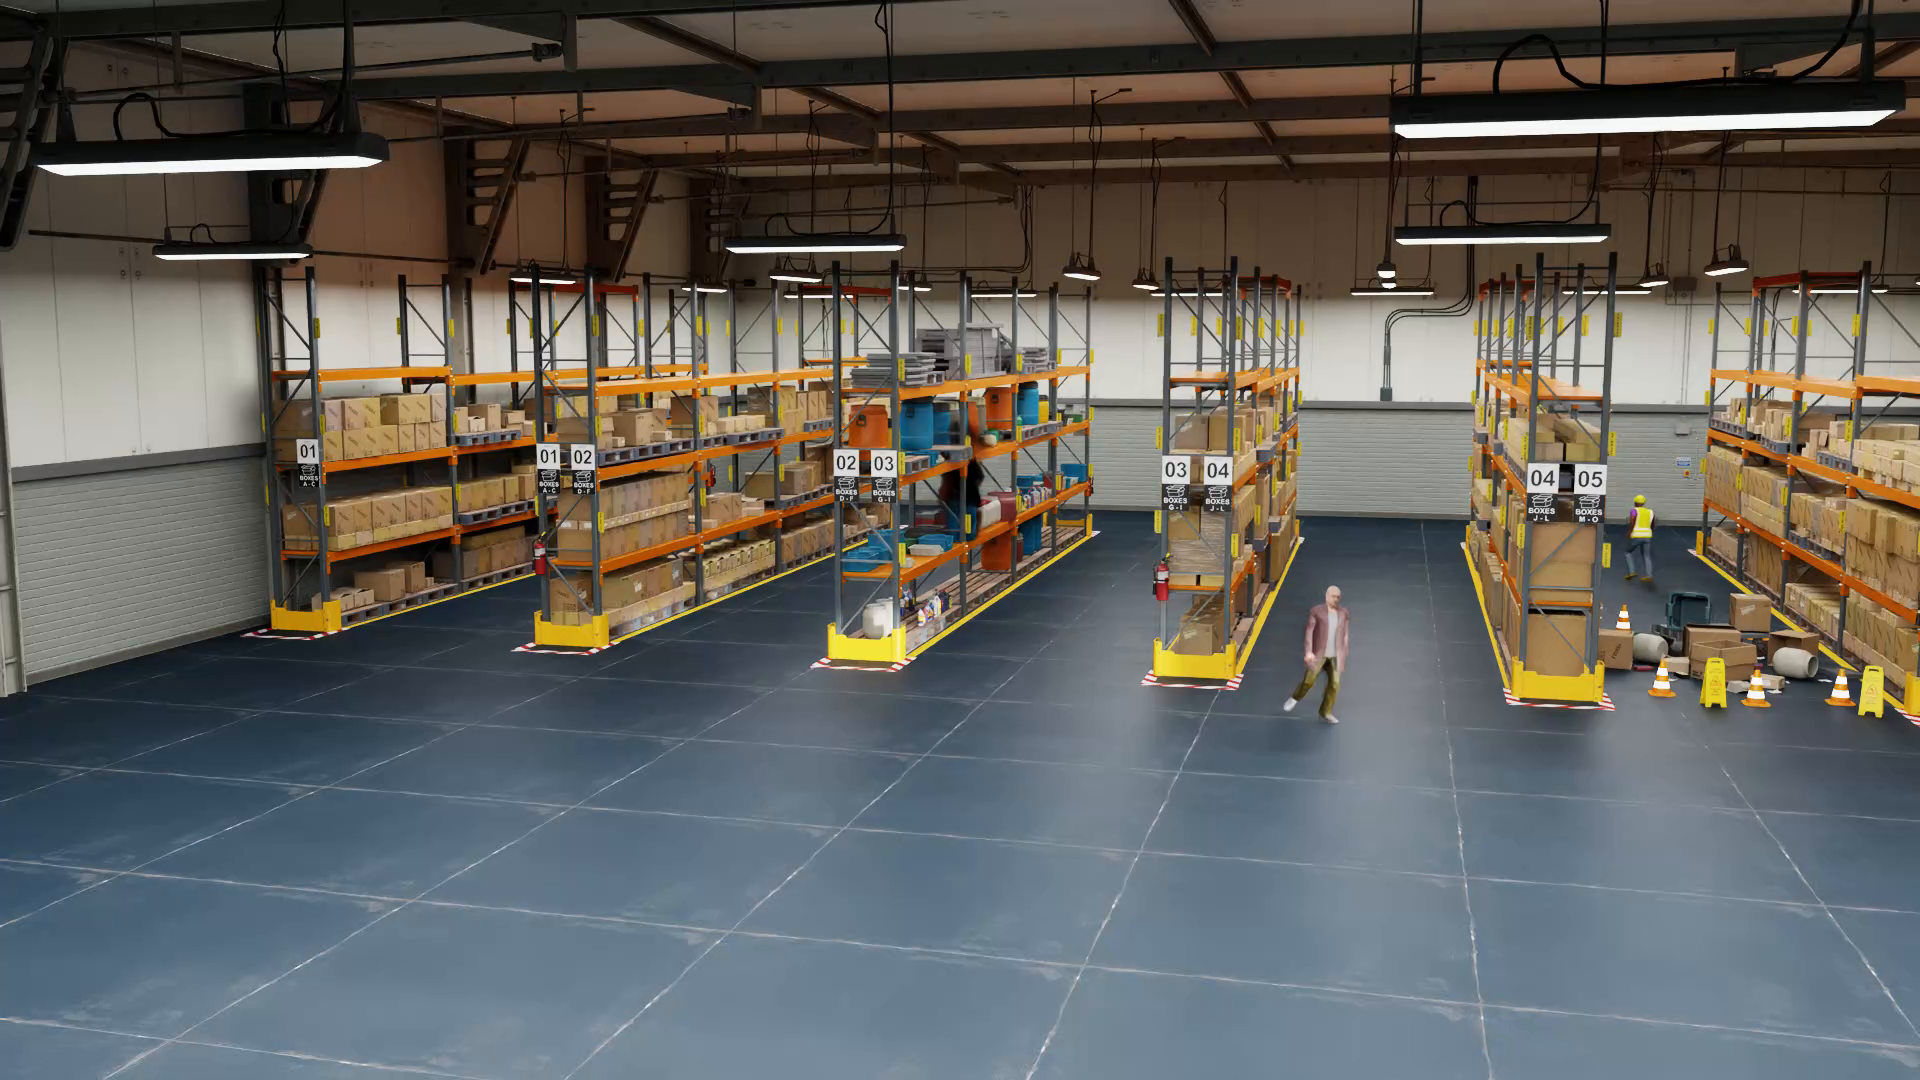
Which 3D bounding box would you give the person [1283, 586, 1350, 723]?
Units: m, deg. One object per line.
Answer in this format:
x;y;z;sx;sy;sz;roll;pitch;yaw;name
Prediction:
4.572;1.433;21.247;0.762;1.751;0.658;-1;7;-5;person

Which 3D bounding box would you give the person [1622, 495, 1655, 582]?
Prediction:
13.443;-0.020;32.856;0.642;1.708;0.969;0;7;-1;person
